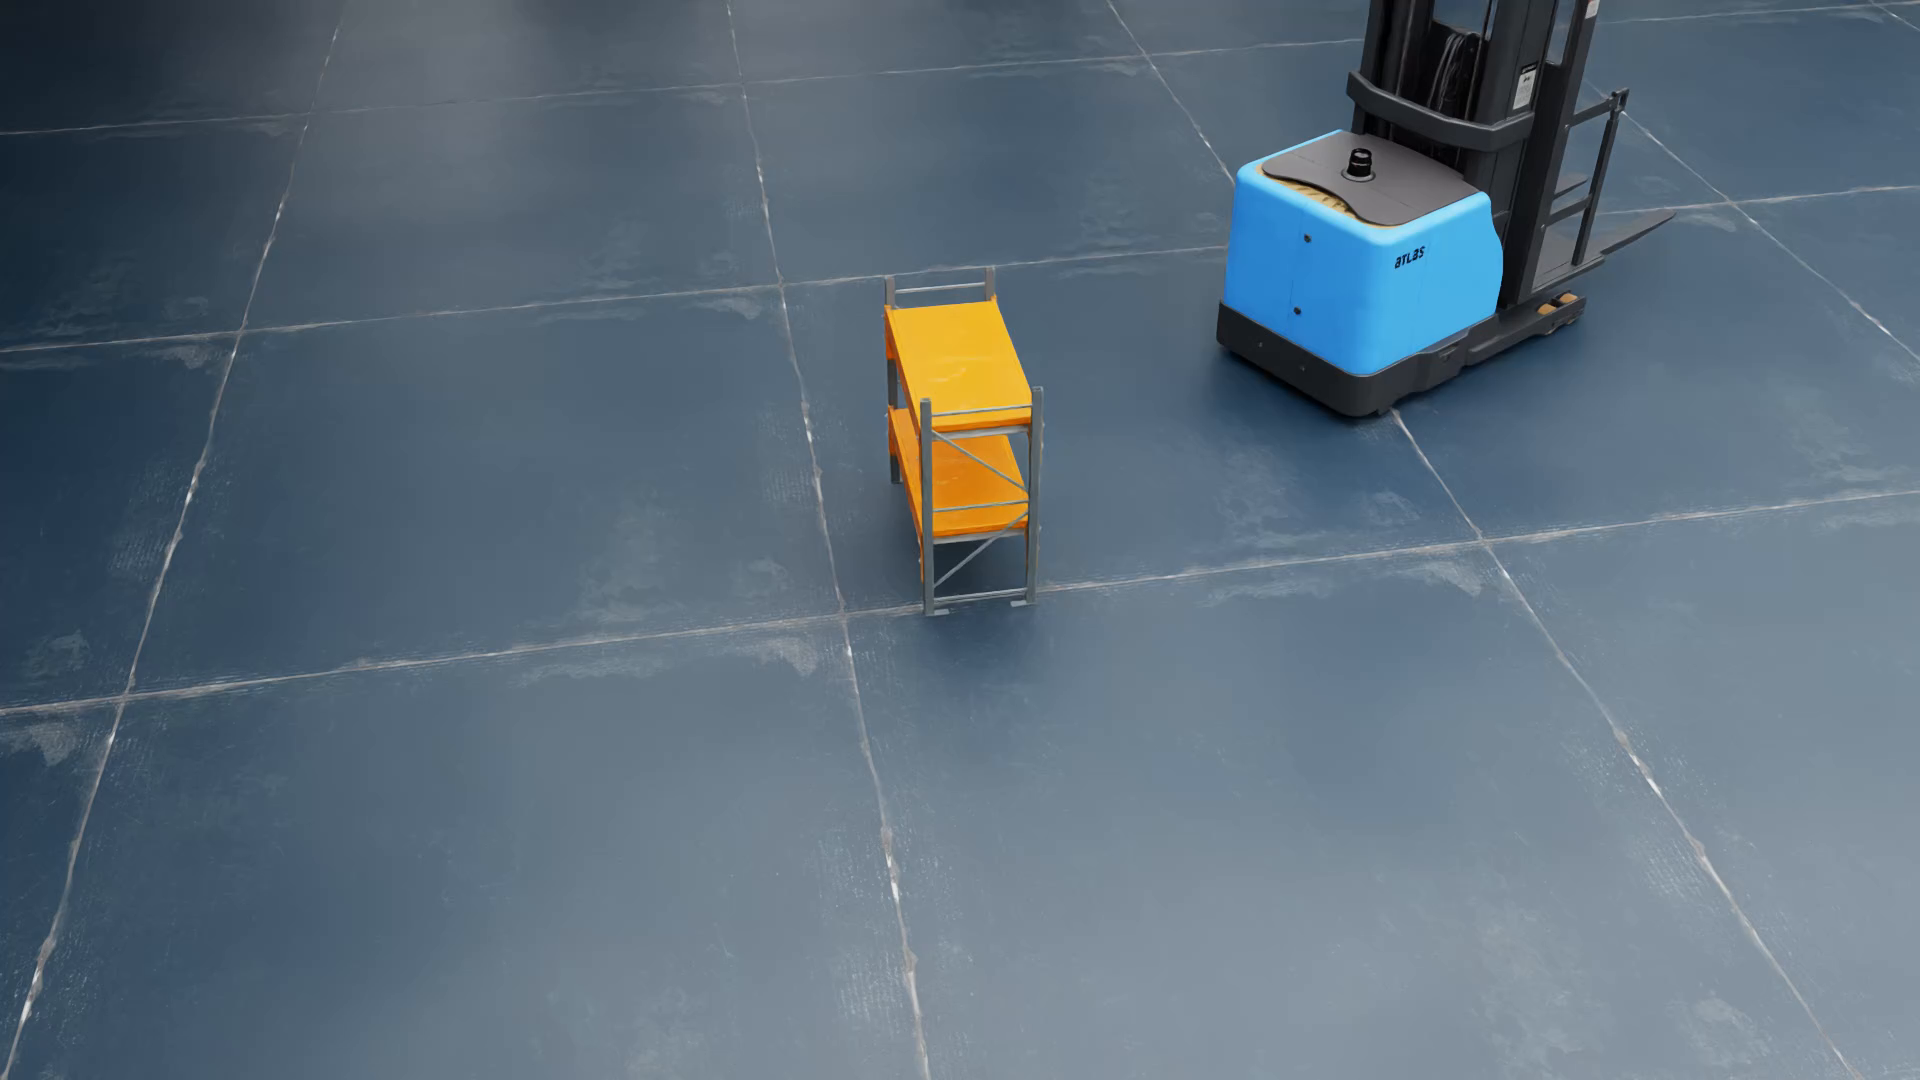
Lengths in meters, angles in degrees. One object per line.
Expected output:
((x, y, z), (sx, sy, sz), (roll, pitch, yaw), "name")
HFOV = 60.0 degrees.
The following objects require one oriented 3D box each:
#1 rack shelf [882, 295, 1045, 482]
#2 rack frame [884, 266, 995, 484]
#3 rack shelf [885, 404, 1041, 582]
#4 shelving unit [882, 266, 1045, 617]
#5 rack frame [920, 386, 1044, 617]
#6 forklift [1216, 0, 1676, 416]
((-0.001, -0.679, 7.231), (0.538, 0.278, 1.000), (-6, 38, -8), "rack shelf")
((-0.090, -0.755, 7.805), (0.500, 1.125, 0.032), (-6, 38, -8), "rack frame")
((-0.001, -0.255, 7.560), (0.538, 0.278, 1.000), (-6, 38, -8), "rack shelf")
((-0.001, -0.448, 7.410), (0.538, 1.125, 1.048), (-6, 38, -8), "shelving unit")
((0.088, -0.141, 7.015), (0.500, 1.125, 0.032), (-6, 38, -8), "rack frame")
((2.866, -2.524, 8.610), (3.031, 2.935, 1.130), (-25, 45, -29), "forklift")
